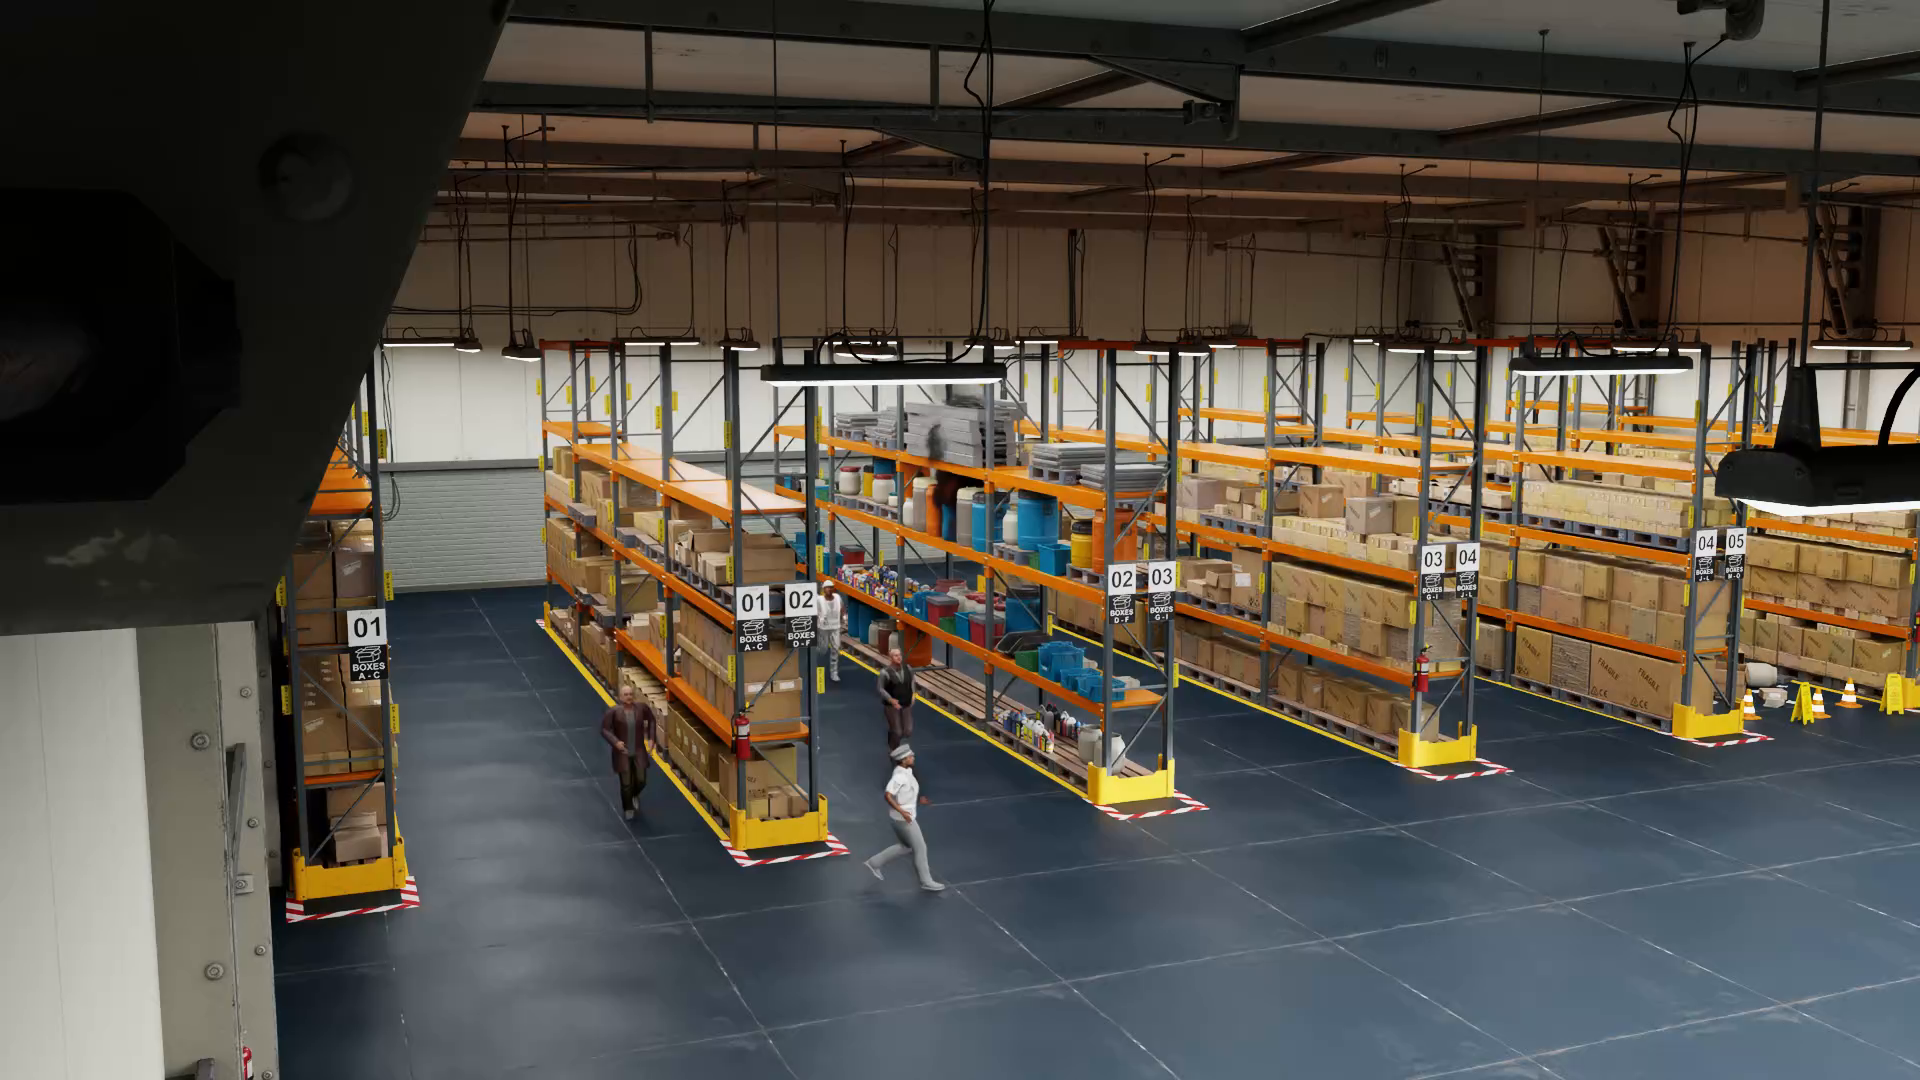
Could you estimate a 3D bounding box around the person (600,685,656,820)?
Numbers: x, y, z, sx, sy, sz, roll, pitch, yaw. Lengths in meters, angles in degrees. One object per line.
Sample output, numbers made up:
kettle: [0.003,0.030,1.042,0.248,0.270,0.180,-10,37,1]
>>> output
person: [-4.219,2.714,21.285,0.739,1.737,0.644,-3,8,-22]

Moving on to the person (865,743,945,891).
person: [-0.618,3.091,18.548,0.899,1.671,0.607,0,7,-2]

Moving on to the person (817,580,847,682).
person: [-2.359,1.594,29.765,0.691,1.782,0.930,-3,8,-24]

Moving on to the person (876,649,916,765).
person: [-0.904,2.391,24.005,0.674,1.688,0.654,-4,9,-29]
